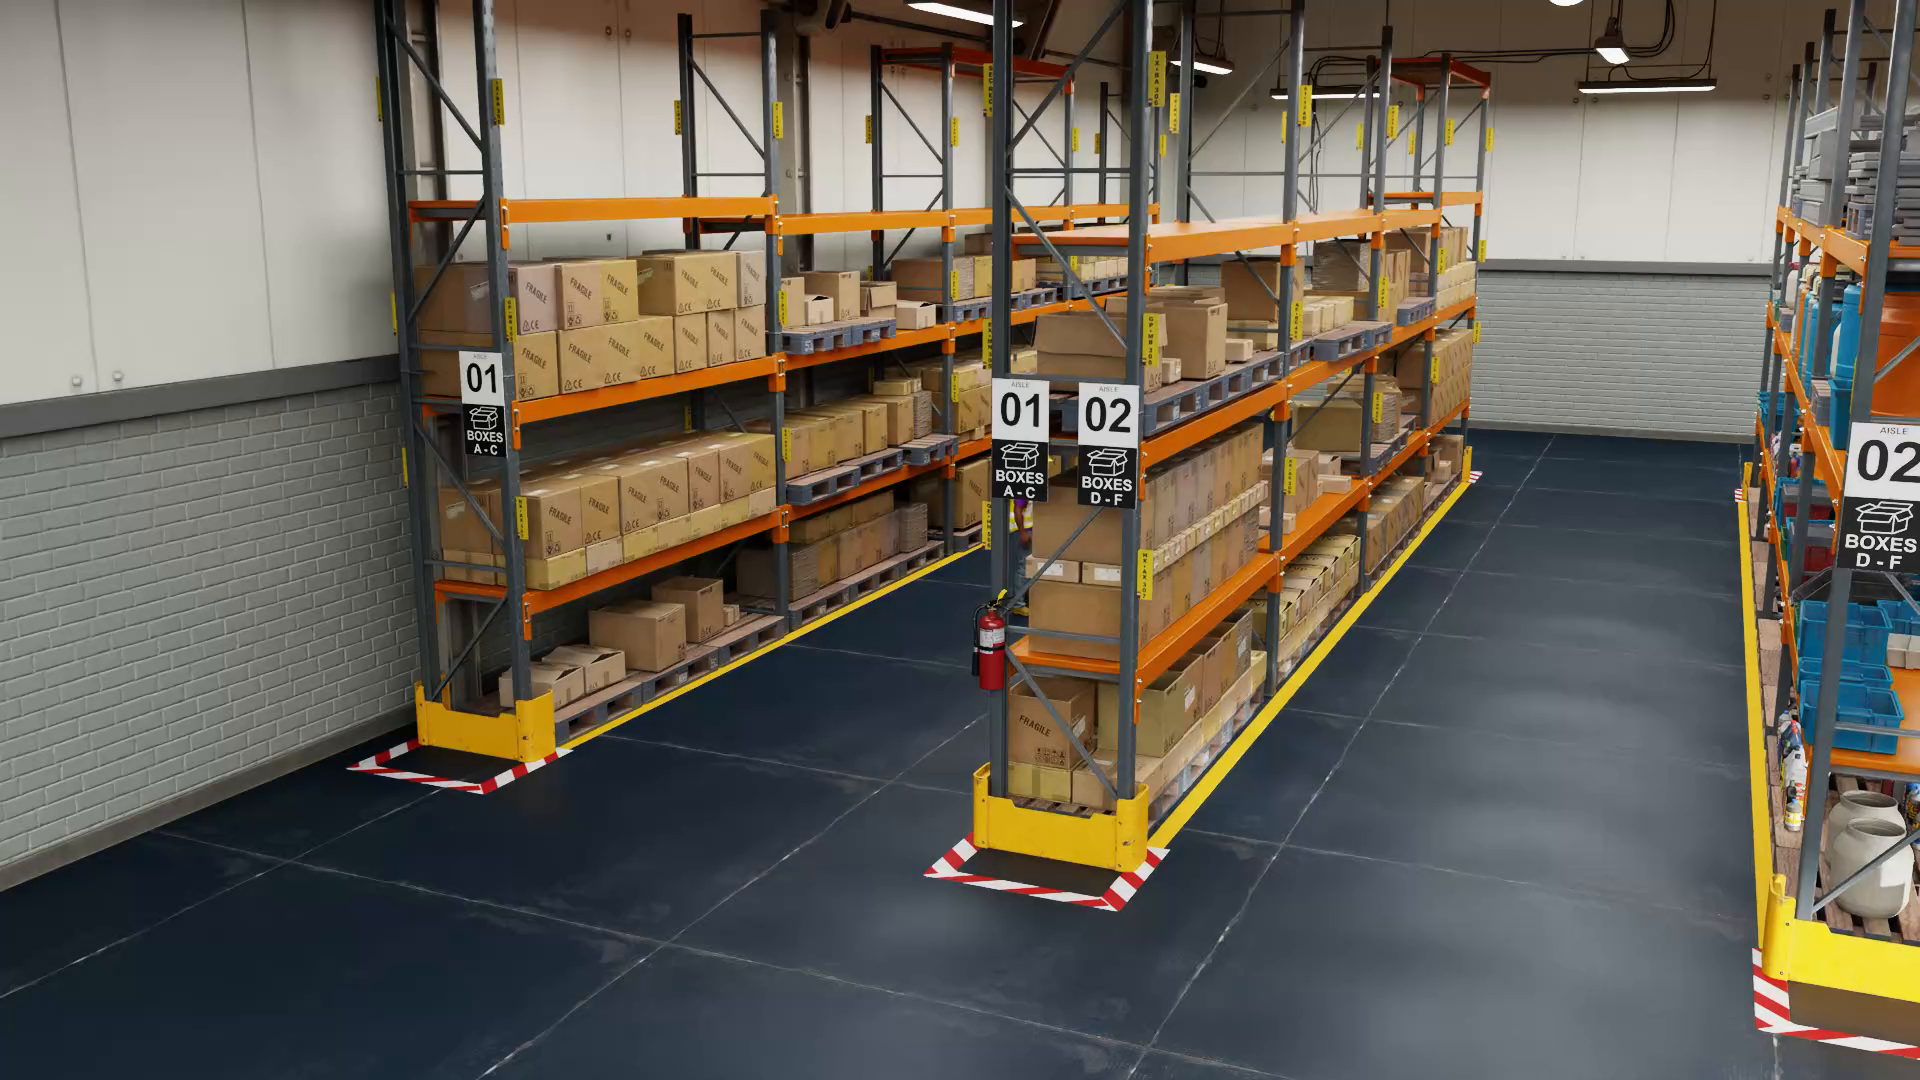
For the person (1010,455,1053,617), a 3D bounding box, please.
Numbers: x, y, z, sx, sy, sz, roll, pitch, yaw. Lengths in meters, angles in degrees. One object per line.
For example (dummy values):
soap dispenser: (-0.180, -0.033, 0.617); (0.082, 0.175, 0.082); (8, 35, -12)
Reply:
person: (0.738, -0.113, 17.449); (0.458, 1.760, 0.634); (5, 13, 20)
